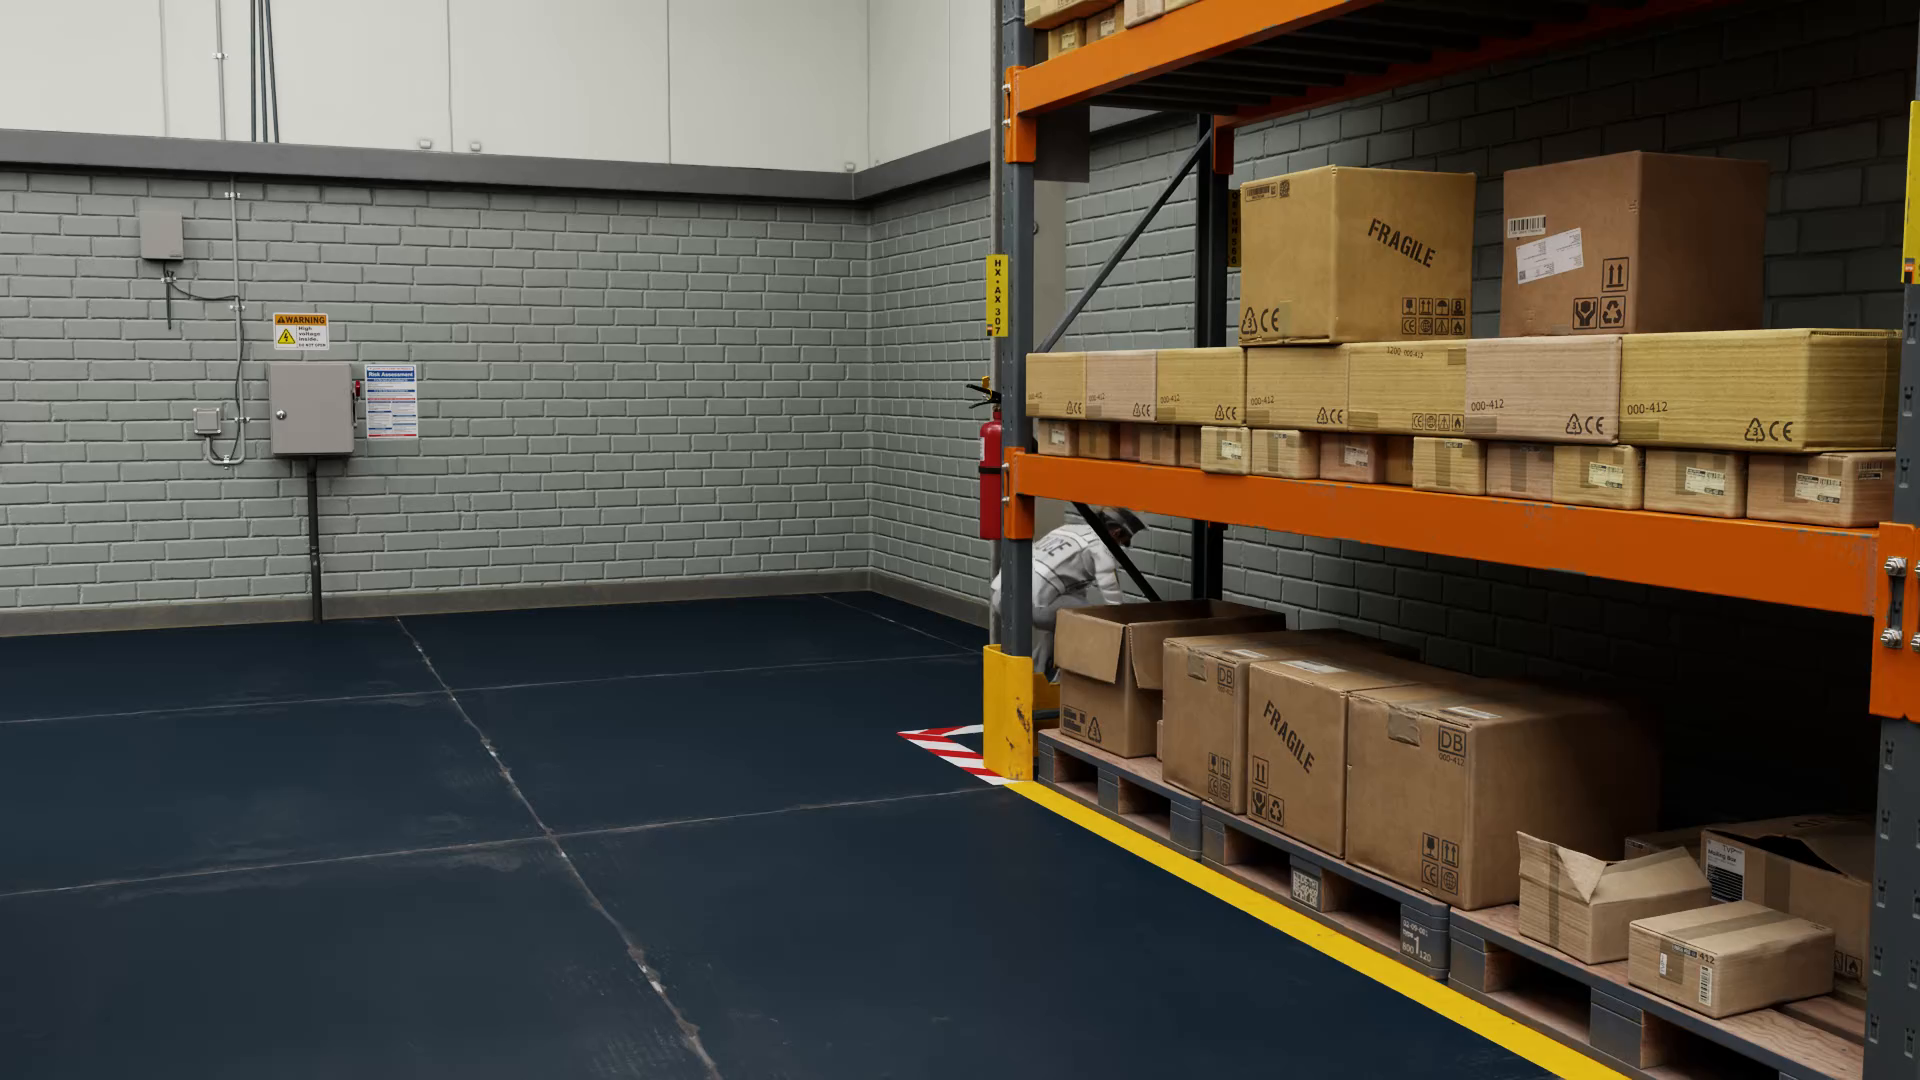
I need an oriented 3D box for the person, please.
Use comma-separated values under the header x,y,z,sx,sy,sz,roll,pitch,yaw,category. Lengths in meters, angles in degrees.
x,y,z,sx,sy,sz,roll,pitch,yaw,category
0.550,0.305,8.286,0.840,1.008,0.495,-2,6,-24,person
